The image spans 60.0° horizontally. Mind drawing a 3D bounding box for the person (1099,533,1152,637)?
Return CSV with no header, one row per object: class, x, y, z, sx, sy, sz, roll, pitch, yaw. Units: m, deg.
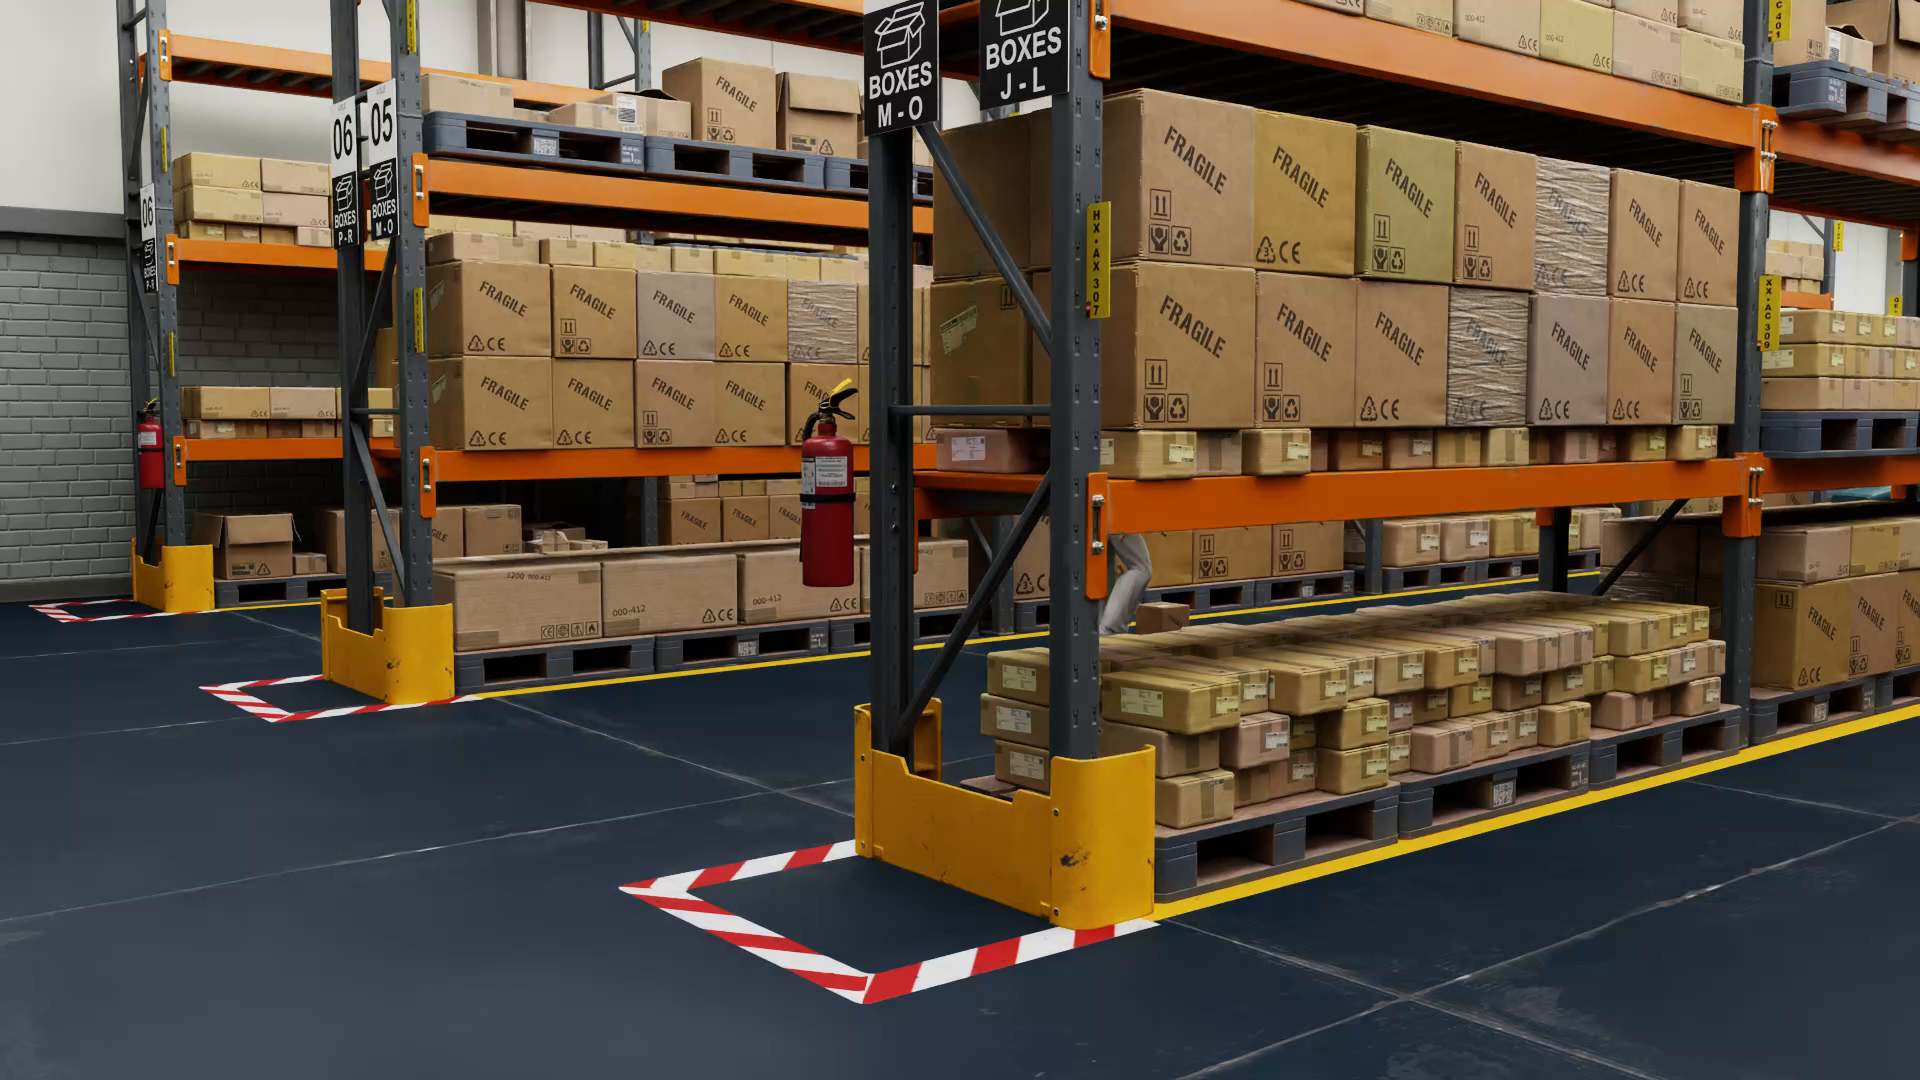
person,0.950,-0.131,10.288,0.529,1.677,0.464,-3,5,-37
